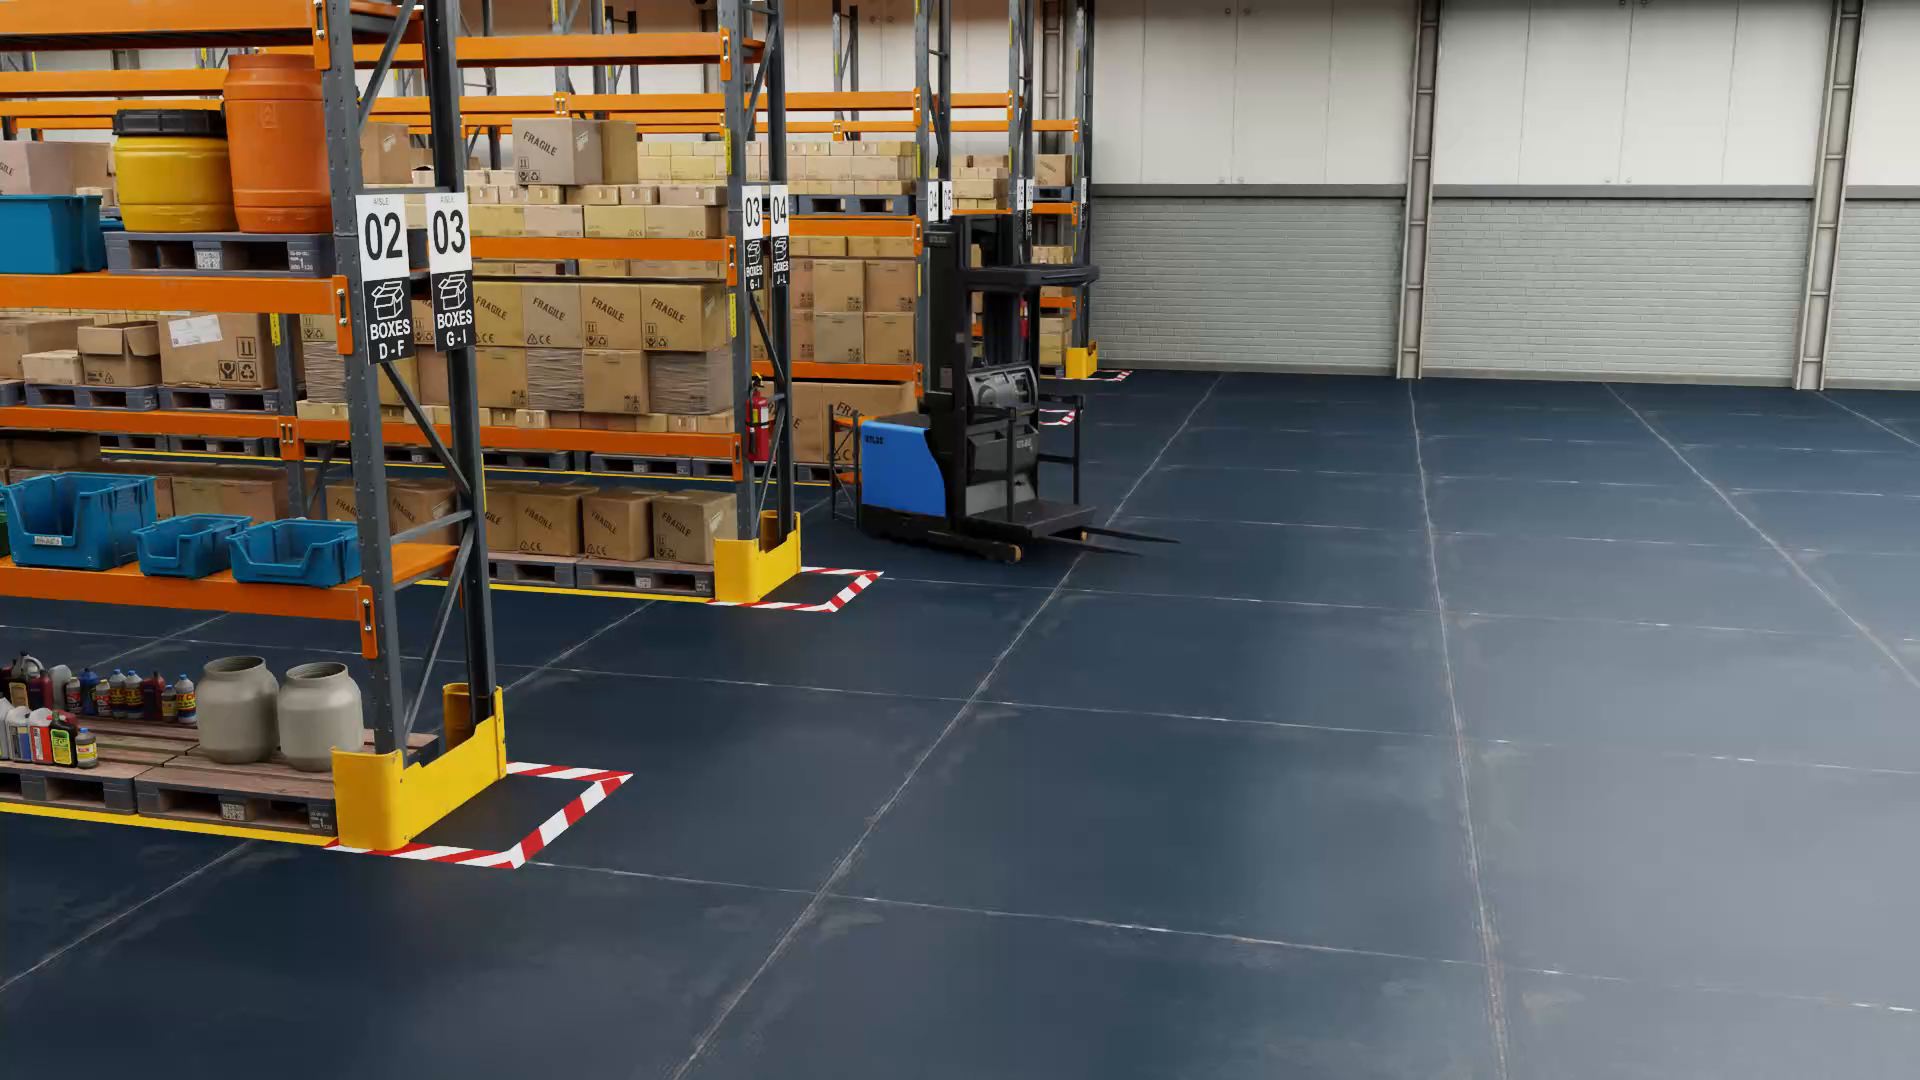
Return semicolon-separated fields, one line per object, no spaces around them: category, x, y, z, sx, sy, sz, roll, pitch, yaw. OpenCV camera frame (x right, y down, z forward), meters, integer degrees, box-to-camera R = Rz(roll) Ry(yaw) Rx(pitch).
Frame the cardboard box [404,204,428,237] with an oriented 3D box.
cardboard box;-4.076;-2.560;13.283;0.500;0.250;0.500;3;13;11

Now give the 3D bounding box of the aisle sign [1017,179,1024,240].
aisle sign;0.802;-4.382;22.072;0.004;0.787;0.394;3;13;14

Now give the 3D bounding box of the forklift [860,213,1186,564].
forklift;0.540;-1.354;14.584;3.031;2.935;1.130;10;16;38

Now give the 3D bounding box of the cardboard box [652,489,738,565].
cardboard box;-2.165;-0.113;13.637;0.500;0.500;0.500;6;14;24

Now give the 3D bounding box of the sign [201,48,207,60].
sign;-10.996;-7.146;24.161;0.005;0.325;0.100;3;13;14

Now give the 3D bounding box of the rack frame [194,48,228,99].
rack frame;-13.537;-7.980;30.441;0.127;3.000;1.000;3;13;14

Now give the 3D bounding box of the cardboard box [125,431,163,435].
cardboard box;-9.766;-1.561;20.163;0.500;0.500;0.500;2;13;11

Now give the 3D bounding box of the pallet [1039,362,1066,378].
pallet;1.245;-2.890;27.789;1.213;0.211;1.003;3;13;14

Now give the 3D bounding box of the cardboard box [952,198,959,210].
cardboard box;-0.101;-4.505;22.285;0.250;0.149;0.380;3;13;15

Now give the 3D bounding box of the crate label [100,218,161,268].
crate label;-4.488;-1.610;8.997;0.408;0.251;0.502;3;13;14

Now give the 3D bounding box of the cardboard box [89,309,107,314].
cardboard box;-10.136;-2.783;19.792;0.250;0.149;0.380;3;13;12

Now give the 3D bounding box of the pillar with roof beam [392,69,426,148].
pillar with roof beam;-11.145;-7.093;26.442;0.548;9.000;9.100;3;13;14

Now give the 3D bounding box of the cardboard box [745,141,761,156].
cardboard box;-2.166;-4.141;17.601;0.250;0.149;0.380;3;13;14

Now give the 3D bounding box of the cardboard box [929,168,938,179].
cardboard box;-0.315;-4.918;22.305;0.250;0.149;0.380;3;13;14

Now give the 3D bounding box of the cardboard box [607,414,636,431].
cardboard box;-2.626;-0.973;13.290;0.250;0.149;0.380;3;13;14

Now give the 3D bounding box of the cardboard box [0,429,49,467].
cardboard box;-8.672;-0.840;15.134;0.500;0.250;0.500;4;13;16

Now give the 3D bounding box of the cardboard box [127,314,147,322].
cardboard box;-9.626;-2.611;19.703;0.250;0.149;0.380;2;13;11

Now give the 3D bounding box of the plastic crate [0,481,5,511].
plastic crate;-5.494;-0.186;9.505;0.616;0.251;0.499;3;13;14

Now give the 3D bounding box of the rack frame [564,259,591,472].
rack frame;-4.160;-2.338;18.863;0.127;3.000;1.000;3;13;14

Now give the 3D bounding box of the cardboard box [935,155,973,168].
cardboard box;-0.020;-6.074;27.336;0.637;0.503;0.797;3;13;15

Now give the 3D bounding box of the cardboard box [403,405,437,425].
cardboard box;-4.343;-1.048;13.627;0.250;0.149;0.380;3;13;14

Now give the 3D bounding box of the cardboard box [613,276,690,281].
cardboard box;-2.515;-1.888;13.609;0.500;0.500;0.500;3;13;14

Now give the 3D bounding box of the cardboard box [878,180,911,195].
cardboard box;-0.680;-3.672;17.330;0.250;0.149;0.380;3;13;13

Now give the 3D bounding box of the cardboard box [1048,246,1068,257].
cardboard box;1.599;-4.706;27.119;0.250;0.149;0.380;3;13;14

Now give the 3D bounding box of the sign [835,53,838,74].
sign;-2.005;-7.737;27.007;0.005;0.325;0.100;3;13;14

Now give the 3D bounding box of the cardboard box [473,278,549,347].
cardboard box;-3.611;-1.830;13.348;0.500;0.500;0.500;3;13;14

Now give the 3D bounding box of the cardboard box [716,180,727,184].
cardboard box;-2.411;-3.764;17.746;0.250;0.149;0.380;3;13;14

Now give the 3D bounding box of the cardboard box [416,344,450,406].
cardboard box;-4.038;-1.420;13.806;0.500;0.500;0.875;3;13;14

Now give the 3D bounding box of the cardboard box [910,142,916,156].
cardboard box;-0.524;-4.200;17.866;0.250;0.149;0.380;3;13;14

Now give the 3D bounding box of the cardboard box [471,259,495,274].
cardboard box;-5.634;-2.952;19.091;0.500;0.500;0.700;3;13;14

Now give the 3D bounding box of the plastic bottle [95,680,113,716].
plastic bottle;-4.961;0.913;9.657;0.097;0.201;0.097;0;13;0

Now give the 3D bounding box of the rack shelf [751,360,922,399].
rack shelf;-2.218;-1.883;18.473;4.000;0.370;1.077;3;13;14

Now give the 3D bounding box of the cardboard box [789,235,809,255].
cardboard box;-2.206;-3.967;22.978;0.500;0.500;0.700;3;13;14

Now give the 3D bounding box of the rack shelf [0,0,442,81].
rack shelf;-4.691;-2.537;8.494;4.000;0.370;1.077;3;13;14

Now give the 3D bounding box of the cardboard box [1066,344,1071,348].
cardboard box;1.567;-3.150;27.901;0.500;0.250;0.500;3;13;14

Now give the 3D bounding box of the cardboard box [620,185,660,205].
cardboard box;-2.424;-2.657;12.799;0.250;0.149;0.380;2;13;11

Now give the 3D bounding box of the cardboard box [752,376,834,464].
cardboard box;-1.805;-1.365;18.412;0.875;0.875;0.875;3;13;13

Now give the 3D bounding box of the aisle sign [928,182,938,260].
aisle sign;-0.280;-3.333;17.345;0.004;0.787;0.394;3;13;14

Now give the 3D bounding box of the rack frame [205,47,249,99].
rack frame;-10.839;-6.728;24.800;0.127;3.000;1.000;3;13;14

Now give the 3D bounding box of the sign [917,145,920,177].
sign;-0.420;-3.875;17.004;0.005;0.325;0.100;3;13;14

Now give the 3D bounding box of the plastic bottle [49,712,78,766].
plastic bottle;-4.756;1.055;8.826;0.133;0.283;0.061;3;13;15

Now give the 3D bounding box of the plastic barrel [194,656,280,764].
plastic barrel;-3.894;0.914;8.978;0.421;0.512;0.421;0;13;0

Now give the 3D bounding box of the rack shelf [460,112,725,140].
rack shelf;-5.014;-5.870;23.517;4.000;0.370;1.077;3;13;14

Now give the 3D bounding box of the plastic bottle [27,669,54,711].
plastic bottle;-5.307;0.884;9.596;0.133;0.283;0.061;3;13;14

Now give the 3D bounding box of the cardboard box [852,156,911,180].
cardboard box;-0.819;-3.887;17.380;0.500;0.250;0.500;3;13;14

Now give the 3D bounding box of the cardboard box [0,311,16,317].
cardboard box;-11.384;-2.705;20.128;0.250;0.149;0.380;3;13;14

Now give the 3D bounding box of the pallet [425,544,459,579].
pallet;-4.786;0.089;14.364;1.213;0.211;1.003;3;13;14

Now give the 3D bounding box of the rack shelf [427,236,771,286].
rack shelf;-3.505;-2.310;13.470;4.000;0.370;1.077;3;13;14

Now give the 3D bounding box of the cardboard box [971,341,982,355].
cardboard box;0.071;-2.506;23.269;0.500;0.500;0.500;3;13;12

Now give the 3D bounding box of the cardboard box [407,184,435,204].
cardboard box;-4.185;-2.751;13.222;0.250;0.149;0.380;3;13;12

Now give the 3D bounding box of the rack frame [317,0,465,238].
rack frame;-2.750;-2.980;7.905;0.127;3.000;1.000;3;13;14

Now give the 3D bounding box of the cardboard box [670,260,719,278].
cardboard box;-2.757;-2.851;18.336;0.550;0.550;0.875;3;13;14

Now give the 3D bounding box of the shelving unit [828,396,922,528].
shelving unit;-0.687;-0.770;16.122;1.048;1.125;0.538;-8;15;-34

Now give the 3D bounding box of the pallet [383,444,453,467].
pallet;-6.115;-1.064;19.557;1.213;0.211;1.003;3;13;14

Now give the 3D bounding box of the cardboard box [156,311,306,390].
cardboard box;-6.184;-1.869;14.393;1.000;1.000;1.000;3;13;14

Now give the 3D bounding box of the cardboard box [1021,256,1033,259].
cardboard box;1.101;-4.579;27.233;0.250;0.149;0.380;3;13;15
